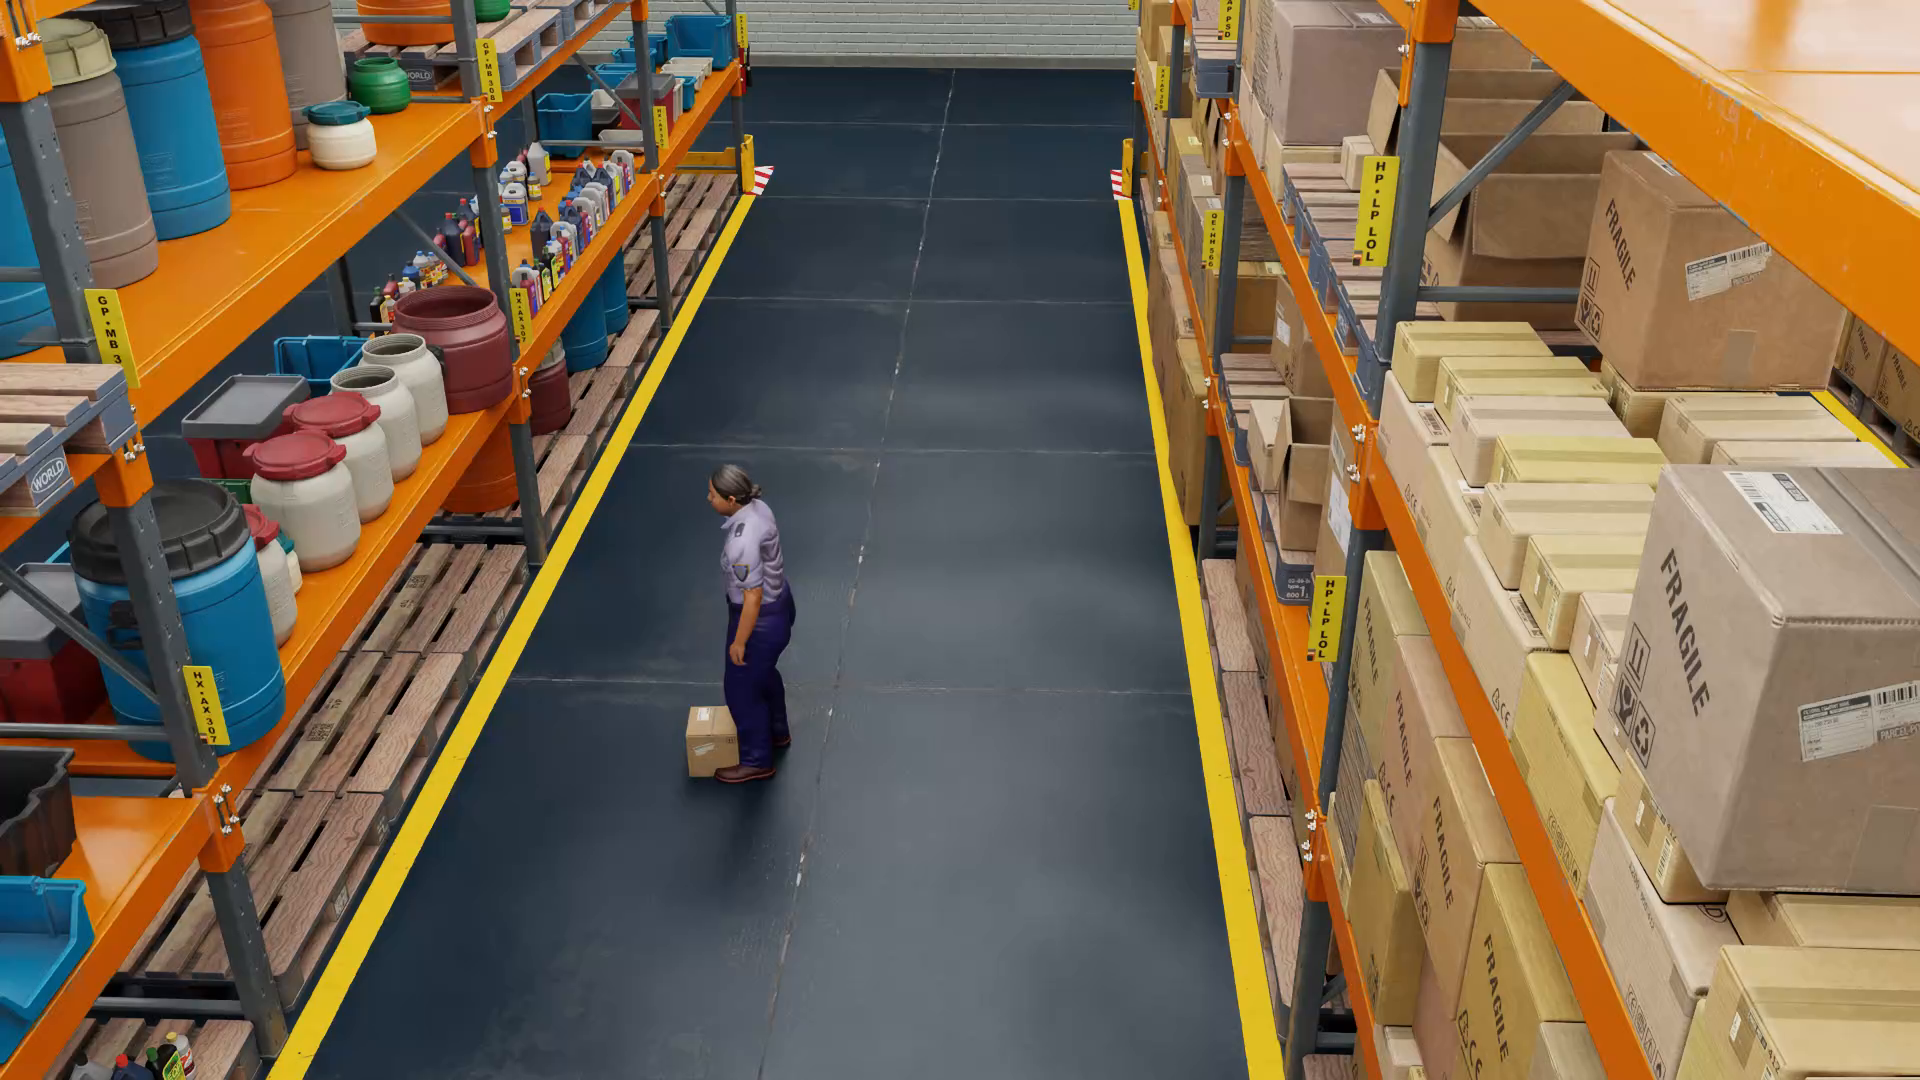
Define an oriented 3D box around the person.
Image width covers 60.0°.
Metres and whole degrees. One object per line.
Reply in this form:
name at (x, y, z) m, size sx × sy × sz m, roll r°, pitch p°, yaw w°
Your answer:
person at (-0.998, 0.381, 7.918) m, size 0.413 × 1.652 × 0.538 m, roll 1°, pitch 28°, yaw 2°
